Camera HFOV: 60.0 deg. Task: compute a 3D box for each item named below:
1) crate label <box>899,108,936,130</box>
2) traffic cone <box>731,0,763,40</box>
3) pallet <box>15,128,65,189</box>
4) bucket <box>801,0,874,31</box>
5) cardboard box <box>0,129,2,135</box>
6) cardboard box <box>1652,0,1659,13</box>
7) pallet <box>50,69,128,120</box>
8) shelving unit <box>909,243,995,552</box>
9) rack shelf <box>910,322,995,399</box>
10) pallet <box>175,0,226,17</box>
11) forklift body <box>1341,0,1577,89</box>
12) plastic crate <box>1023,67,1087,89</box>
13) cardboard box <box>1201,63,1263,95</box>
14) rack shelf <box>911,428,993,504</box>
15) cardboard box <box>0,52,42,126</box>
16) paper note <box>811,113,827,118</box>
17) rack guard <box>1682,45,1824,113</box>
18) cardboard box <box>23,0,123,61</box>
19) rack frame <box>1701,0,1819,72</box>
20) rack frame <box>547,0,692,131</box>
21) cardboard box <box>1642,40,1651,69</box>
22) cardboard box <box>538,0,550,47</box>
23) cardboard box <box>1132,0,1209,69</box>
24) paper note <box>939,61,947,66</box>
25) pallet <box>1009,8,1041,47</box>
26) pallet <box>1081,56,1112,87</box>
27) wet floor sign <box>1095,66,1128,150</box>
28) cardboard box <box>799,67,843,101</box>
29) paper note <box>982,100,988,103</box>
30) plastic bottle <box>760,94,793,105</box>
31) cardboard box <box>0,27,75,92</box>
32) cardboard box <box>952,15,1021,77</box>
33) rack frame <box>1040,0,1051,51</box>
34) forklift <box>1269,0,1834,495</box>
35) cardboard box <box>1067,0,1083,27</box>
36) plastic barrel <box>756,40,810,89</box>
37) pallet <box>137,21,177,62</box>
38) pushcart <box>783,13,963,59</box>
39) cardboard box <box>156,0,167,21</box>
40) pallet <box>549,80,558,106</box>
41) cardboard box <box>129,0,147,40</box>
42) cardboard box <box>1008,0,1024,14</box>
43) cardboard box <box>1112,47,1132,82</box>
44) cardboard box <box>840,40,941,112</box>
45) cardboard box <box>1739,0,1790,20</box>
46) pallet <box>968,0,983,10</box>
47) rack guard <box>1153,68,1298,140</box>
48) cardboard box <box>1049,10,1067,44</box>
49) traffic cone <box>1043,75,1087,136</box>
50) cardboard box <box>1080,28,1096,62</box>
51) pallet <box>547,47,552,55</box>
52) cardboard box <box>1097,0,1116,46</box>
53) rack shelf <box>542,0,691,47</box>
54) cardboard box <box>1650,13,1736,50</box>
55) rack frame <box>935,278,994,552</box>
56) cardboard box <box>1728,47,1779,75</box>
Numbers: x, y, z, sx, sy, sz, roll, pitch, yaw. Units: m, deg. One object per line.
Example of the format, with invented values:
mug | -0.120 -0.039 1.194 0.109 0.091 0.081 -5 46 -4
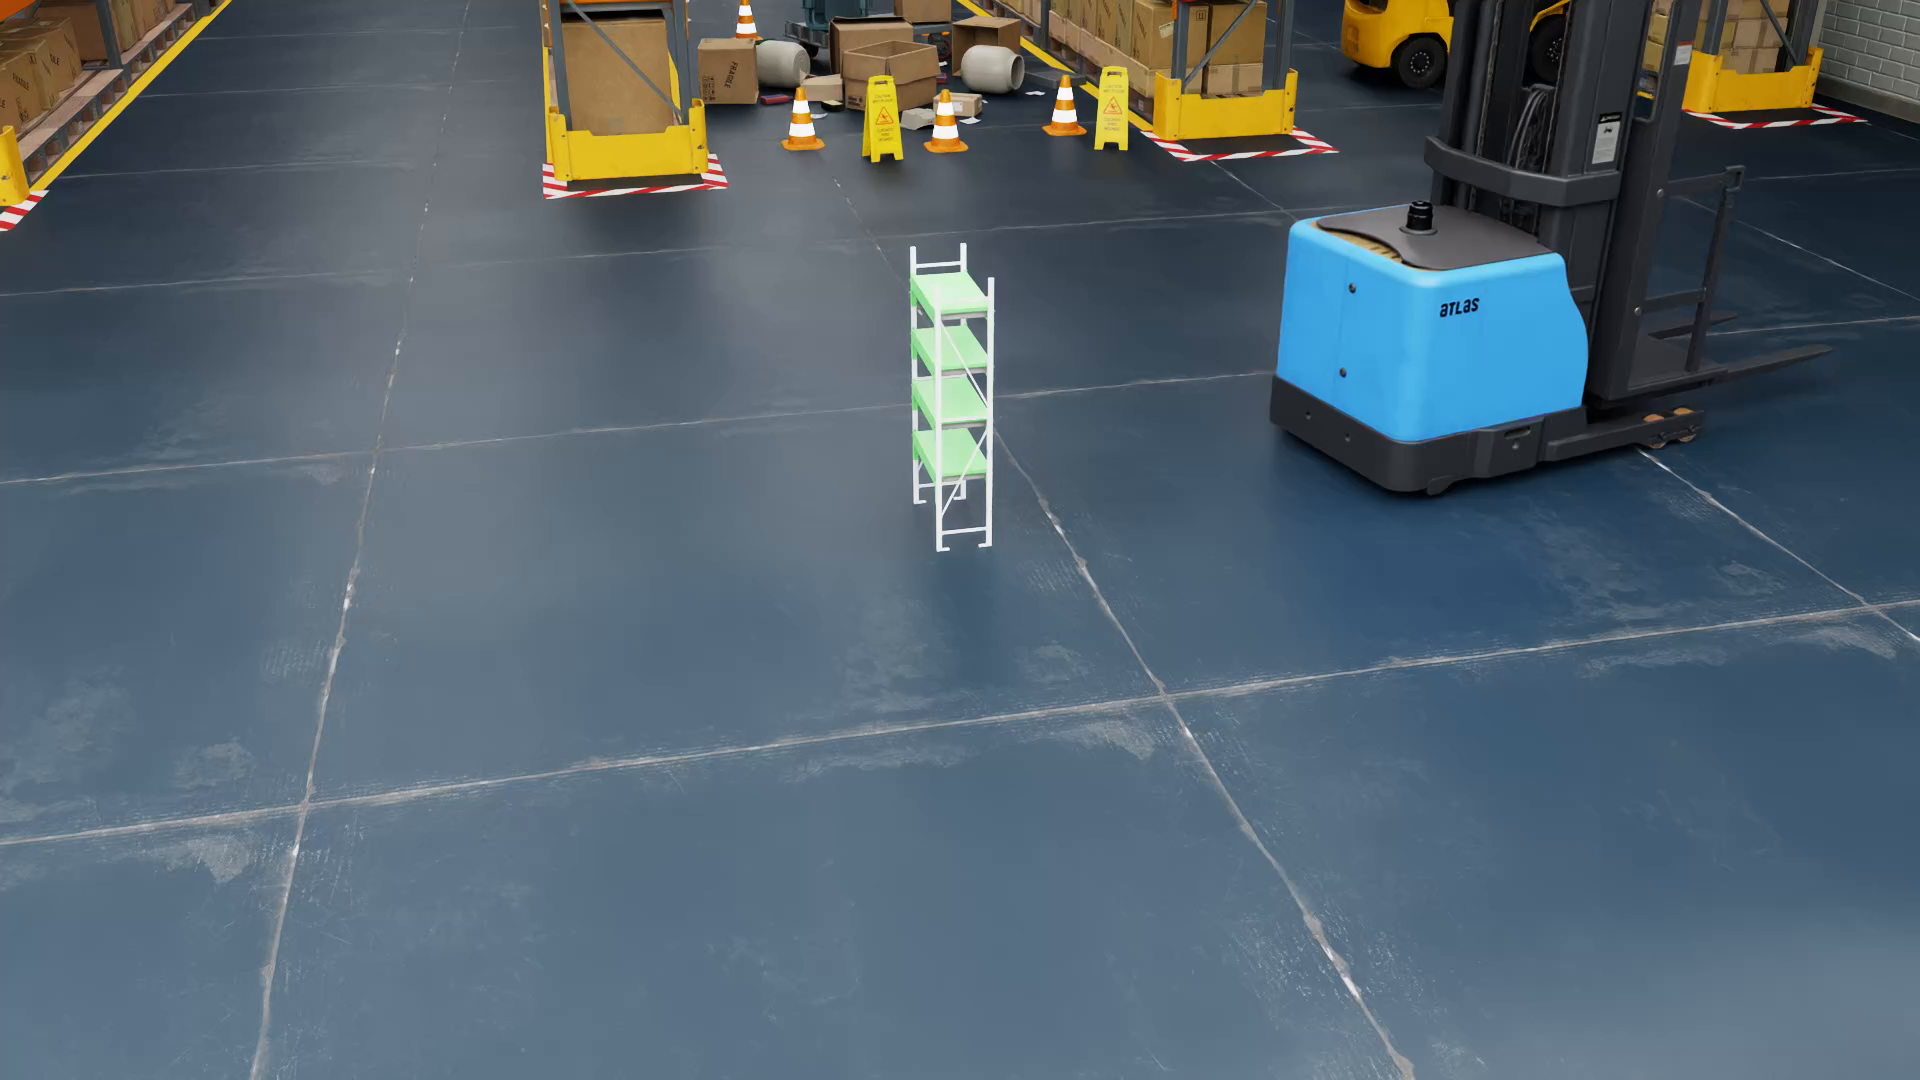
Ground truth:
crate label | -0.353 -3.616 14.262 0.250 0.136 0.298 -23 35 -38
traffic cone | -2.289 -5.578 17.788 0.336 0.463 0.334 -6 27 -12
pallet | -7.578 -2.902 12.765 1.003 0.211 1.213 -6 27 -12
bucket | -1.181 -5.360 16.486 0.726 0.611 0.620 3 17 6
cardboard box | -7.536 -3.101 12.372 0.500 0.500 0.500 -1 27 -2
cardboard box | 6.550 -5.065 15.433 0.500 0.250 0.500 -5 27 -11
pallet | -8.128 -3.973 14.887 1.003 0.211 1.213 -6 27 -12
shelving unit | -0.037 -0.608 7.124 0.258 1.200 0.503 -6 27 -12
rack shelf | -0.037 -0.766 7.044 0.258 0.148 0.480 -6 27 -12
pallet | -9.319 -6.374 19.644 1.003 0.211 1.213 -6 27 -12
forklift body | 4.874 -5.533 15.826 2.313 2.155 1.214 -6 27 -12
plastic crate | 0.897 -4.440 15.957 0.402 0.080 0.583 -16 31 -29
cardboard box | 2.331 -4.102 14.633 0.500 0.250 0.500 -6 27 -12
rack shelf | -0.037 -0.337 7.261 0.258 0.148 0.480 -6 27 -12
cardboard box | -7.827 -3.636 13.433 0.500 0.500 0.500 -3 27 -7
paper note | -1.247 -3.729 14.605 0.144 0.017 0.142 3 27 6
rack guard | 7.084 -4.139 14.895 1.175 0.500 0.348 -6 27 -12
cardboard box | -8.431 -4.861 15.838 0.700 0.500 0.500 -8 28 -16
rack frame | 7.078 -5.265 14.352 1.000 3.000 0.127 -6 27 -12
rack frame | -2.557 -4.212 12.267 1.000 3.000 0.127 -6 27 -12
cardboard box | 6.562 -4.619 15.657 0.500 0.250 0.500 -6 27 -12
cardboard box | -3.686 -5.415 16.680 1.050 0.750 0.750 -6 27 -12
cardboard box | 1.809 -4.379 14.351 0.500 0.500 0.500 -6 27 -11
paper note | -0.201 -4.784 16.694 0.148 0.019 0.142 -6 27 -12
pallet | 1.165 -5.612 18.135 1.003 0.211 1.213 -6 27 -12
pallet | 1.806 -4.443 15.818 1.003 0.211 1.213 -6 27 -12
wet floor sign | 1.244 -3.516 13.501 0.267 0.644 0.232 3 27 6
cardboard box | -1.276 -4.180 15.237 0.396 0.266 0.258 -1 27 -3
paper note | 0.223 -4.001 15.165 0.032 0.001 0.123 -6 27 -12
plastic bottle | -1.666 -4.011 15.128 0.283 0.061 0.133 -16 31 -29
cardboard box | -8.126 -4.150 14.452 0.500 0.500 0.500 2 27 5
cardboard box | 0.258 -4.792 16.187 0.500 0.500 0.500 13 30 24
rack frame | 1.342 -6.515 16.830 1.000 3.000 0.127 -6 27 -12
forklift | 3.098 -1.955 7.870 3.031 2.935 1.130 -12 29 -23
cardboard box | 1.344 -5.290 16.155 0.500 0.500 0.500 -5 27 -10
plastic barrel | -1.708 -4.476 15.648 0.512 0.421 0.421 13 30 24
pallet | -8.769 -5.143 17.204 1.003 0.211 1.213 -6 27 -12
pushcart | -0.868 -5.091 16.918 1.648 0.377 0.936 -16 31 -29
cardboard box | -8.907 -5.811 17.720 0.700 0.500 0.500 -8 28 -16
pallet | -3.085 -3.845 14.634 1.003 0.211 1.213 -6 27 -12
cardboard box | -8.646 -5.318 16.744 0.700 0.500 0.500 -8 28 -16
cardboard box | 1.056 -6.075 18.407 0.950 0.372 0.625 -4 27 -8
cardboard box | 1.690 -4.275 14.977 0.500 0.250 0.500 -6 27 -11
cardboard box | -0.619 -4.159 14.931 0.637 0.503 0.797 19 32 32
cardboard box | 7.154 -4.902 15.108 0.500 0.250 0.500 -6 27 -12
pallet | 0.615 -6.683 20.257 1.003 0.211 1.213 -6 27 -12
rack guard | 2.226 -3.677 13.980 1.175 0.500 0.348 -6 27 -12
cardboard box | 1.212 -5.189 16.787 0.500 0.250 0.500 -7 28 -14
traffic cone | 0.889 -3.685 14.037 0.336 0.463 0.334 -6 27 -12
cardboard box | 1.465 -4.723 15.864 0.500 0.250 0.500 -6 27 -12
pallet | -3.705 -5.055 17.030 1.003 0.211 1.213 -6 27 -12
cardboard box | 1.581 -4.830 15.244 0.500 0.500 0.500 -7 28 -13
rack shelf | -3.007 -4.769 14.168 1.077 0.370 4.000 -6 27 -12
cardboard box | 6.664 -4.630 15.125 0.500 0.250 0.500 -6 27 -12
rack frame | 0.018 -0.501 6.911 0.240 1.200 0.015 -6 27 -12
cardboard box | 7.158 -4.461 15.344 0.500 0.250 0.500 -6 27 -11
